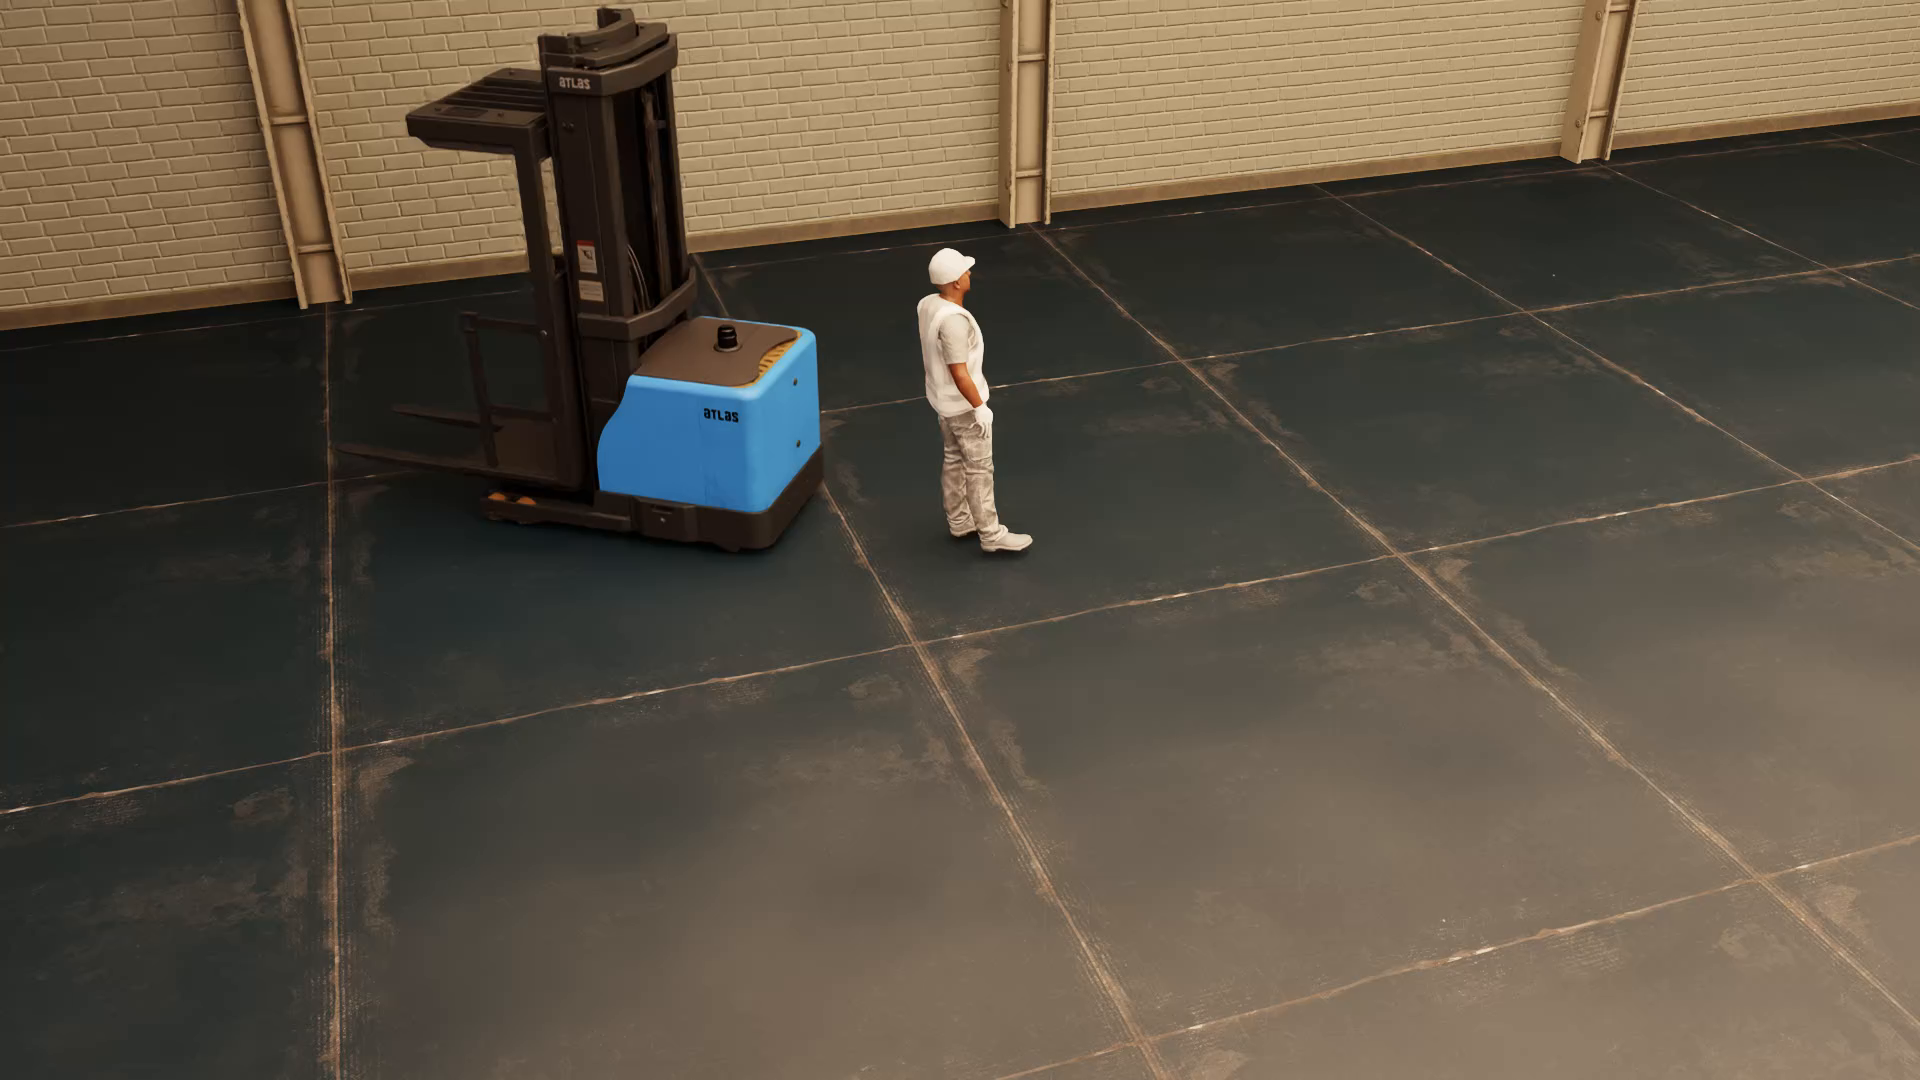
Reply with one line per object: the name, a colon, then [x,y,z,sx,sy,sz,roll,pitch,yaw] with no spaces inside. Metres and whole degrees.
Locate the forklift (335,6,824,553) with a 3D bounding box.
forklift: [-2.437,-1.605,9.876,3.031,2.935,1.130,8,31,14]

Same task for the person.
person: [0.070,-0.821,9.571,0.577,1.781,0.656,-10,31,-16]
